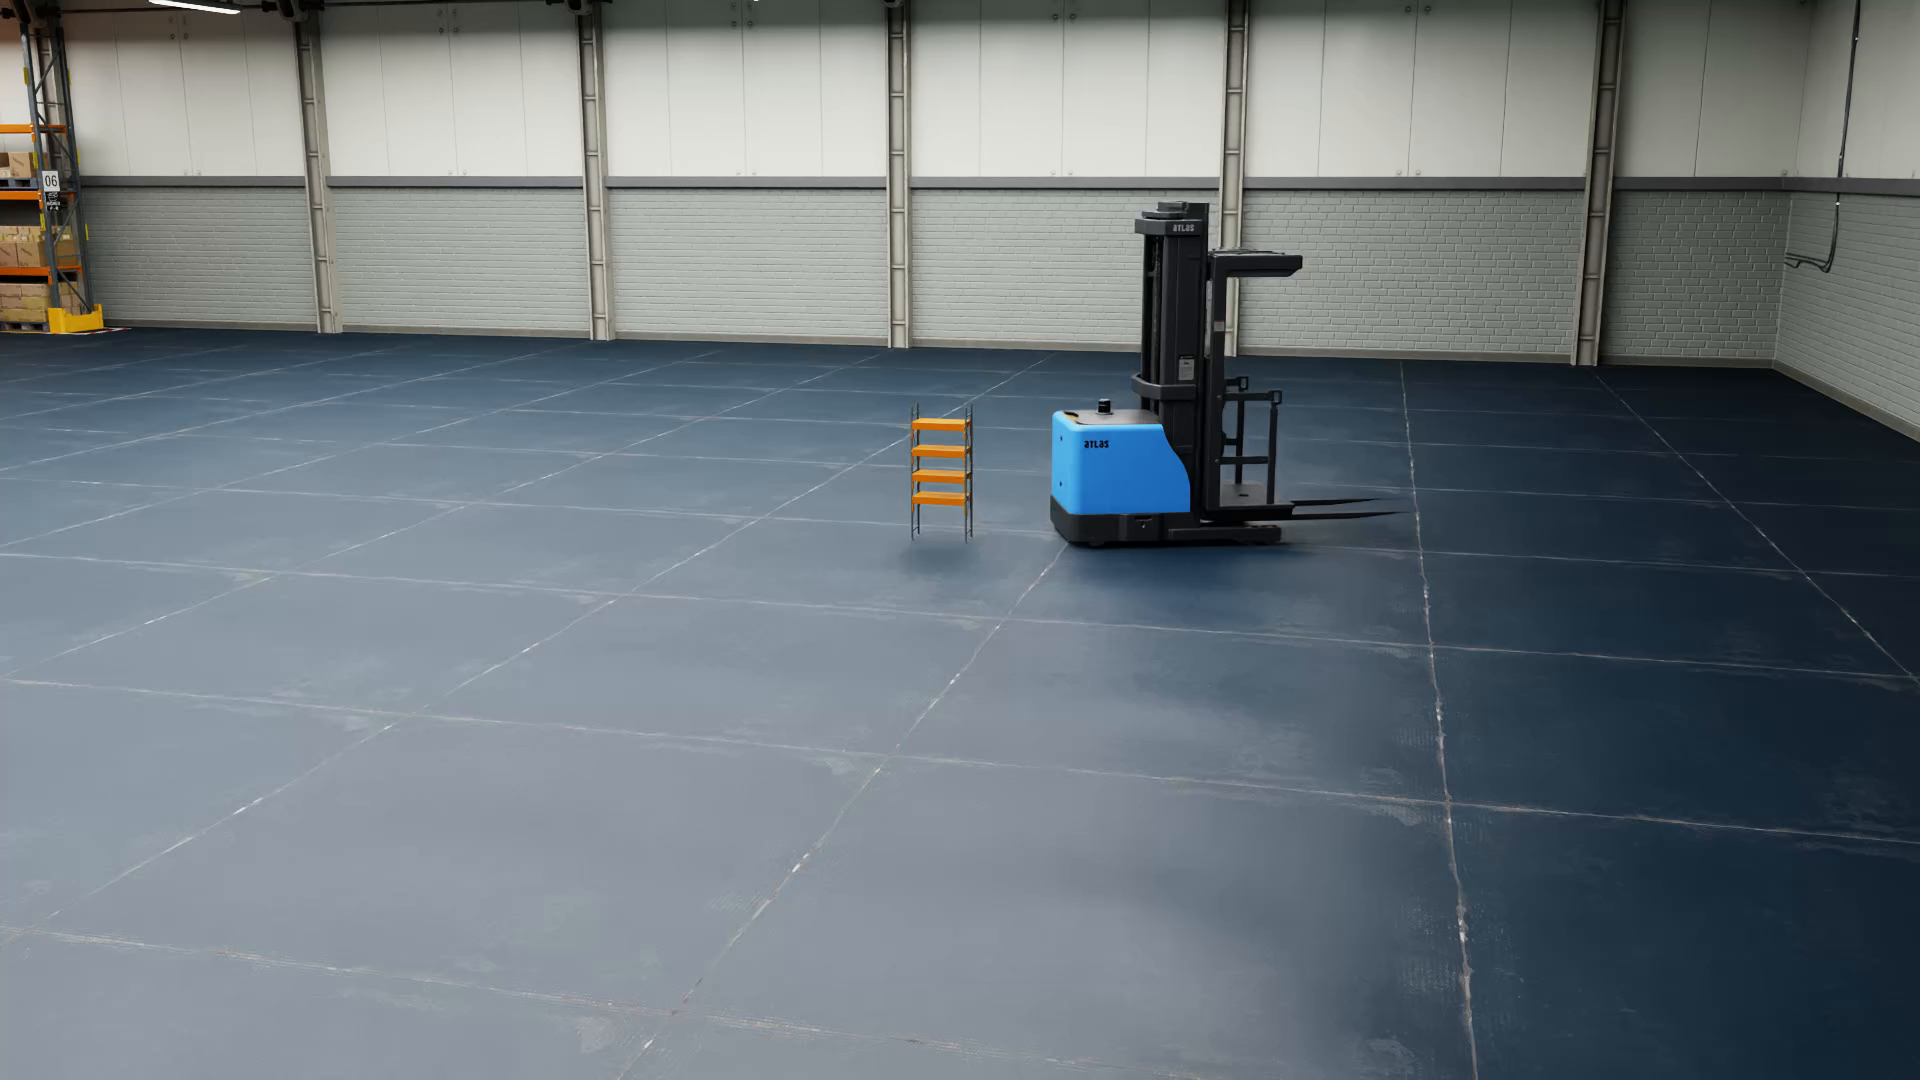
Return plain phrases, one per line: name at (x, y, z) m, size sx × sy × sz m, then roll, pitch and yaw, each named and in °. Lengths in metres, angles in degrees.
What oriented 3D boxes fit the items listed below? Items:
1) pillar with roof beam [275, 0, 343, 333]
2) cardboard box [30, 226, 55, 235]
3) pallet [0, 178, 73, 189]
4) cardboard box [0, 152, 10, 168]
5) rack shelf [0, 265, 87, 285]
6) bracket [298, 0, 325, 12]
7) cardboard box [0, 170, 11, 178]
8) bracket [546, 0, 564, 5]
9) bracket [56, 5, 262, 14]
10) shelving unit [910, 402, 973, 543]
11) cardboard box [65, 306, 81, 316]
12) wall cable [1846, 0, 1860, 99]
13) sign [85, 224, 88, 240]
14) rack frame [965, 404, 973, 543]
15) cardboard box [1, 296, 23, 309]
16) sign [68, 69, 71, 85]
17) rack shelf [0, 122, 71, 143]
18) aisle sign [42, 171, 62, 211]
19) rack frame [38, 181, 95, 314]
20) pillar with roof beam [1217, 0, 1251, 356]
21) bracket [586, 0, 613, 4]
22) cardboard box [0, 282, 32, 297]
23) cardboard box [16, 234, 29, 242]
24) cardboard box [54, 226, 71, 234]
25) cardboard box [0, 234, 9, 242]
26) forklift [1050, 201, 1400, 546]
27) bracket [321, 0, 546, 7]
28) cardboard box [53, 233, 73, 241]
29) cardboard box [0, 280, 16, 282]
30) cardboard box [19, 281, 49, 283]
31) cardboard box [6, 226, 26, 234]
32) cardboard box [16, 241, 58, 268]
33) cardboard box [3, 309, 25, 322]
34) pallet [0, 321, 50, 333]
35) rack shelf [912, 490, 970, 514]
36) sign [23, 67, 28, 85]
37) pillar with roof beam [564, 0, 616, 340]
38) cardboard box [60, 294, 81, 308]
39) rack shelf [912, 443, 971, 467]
pillar with roof beam at (-13.790, -7.700, 28.666) m, size 0.548 × 9.000 × 9.100 m, roll 3°, pitch 13°, yaw 14°
cardboard box at (-18.522, -6.248, 33.553) m, size 0.250 × 0.149 × 0.380 m, roll 3°, pitch 13°, yaw 14°
pallet at (-18.804, -7.226, 33.657) m, size 1.213 × 0.211 × 1.003 m, roll 3°, pitch 13°, yaw 14°
cardboard box at (-19.582, -7.576, 33.597) m, size 0.500 × 0.500 × 0.700 m, roll 3°, pitch 13°, yaw 14°
rack shelf at (-20.066, -5.515, 34.328) m, size 4.000 × 0.370 × 1.077 m, roll 3°, pitch 13°, yaw 14°
bracket at (-12.441, -10.267, 31.923) m, size 0.430 × 0.232 × 0.235 m, roll 3°, pitch 13°, yaw 14°
cardboard box at (-19.001, -7.337, 33.334) m, size 0.250 × 0.149 × 0.380 m, roll 3°, pitch 13°, yaw 12°
bracket at (-7.421, -9.999, 30.713) m, size 0.430 × 0.232 × 0.235 m, roll 3°, pitch 13°, yaw 14°
bracket at (-15.748, -10.444, 32.720) m, size 4.783 × 0.066 × 0.076 m, roll 3°, pitch 13°, yaw 14°
shelving unit at (-0.161, -0.594, 14.643) m, size 0.503 × 1.200 × 0.258 m, roll 3°, pitch 13°, yaw 14°
cardboard box at (-18.554, -4.692, 34.335) m, size 0.500 × 0.250 × 0.500 m, roll 3°, pitch 13°, yaw 14°
wall cable at (12.438, -7.310, 22.415) m, size 0.112 × 2.526 × 3.097 m, roll 3°, pitch 13°, yaw 14°
sign at (-17.985, -6.340, 34.205) m, size 0.005 × 0.325 × 0.100 m, roll 3°, pitch 13°, yaw 14°
rack frame at (0.076, -0.582, 14.585) m, size 0.015 × 1.200 × 0.240 m, roll 3°, pitch 13°, yaw 14°
cardboard box at (-19.156, -4.857, 33.926) m, size 0.500 × 0.250 × 0.500 m, roll 3°, pitch 13°, yaw 13°
sign at (-17.985, -9.341, 33.539) m, size 0.005 × 0.325 × 0.100 m, roll 3°, pitch 13°, yaw 14°
rack shelf at (-20.066, -8.249, 33.722) m, size 4.000 × 0.370 × 1.077 m, roll 3°, pitch 13°, yaw 14°
aisle sign at (-18.130, -6.967, 33.207) m, size 0.004 × 0.787 × 0.394 m, roll 3°, pitch 13°, yaw 14°
rack frame at (-18.124, -5.763, 33.782) m, size 0.127 × 3.000 × 1.000 m, roll 3°, pitch 13°, yaw 14°
pillar with roof beam at (3.686, -6.766, 24.455) m, size 0.548 × 9.000 × 9.100 m, roll 3°, pitch 13°, yaw 14°
bracket at (-6.615, -9.955, 30.519) m, size 0.430 × 0.232 × 0.235 m, roll 3°, pitch 13°, yaw 14°
cardboard box at (-19.143, -5.097, 33.852) m, size 0.500 × 0.250 × 0.500 m, roll 3°, pitch 13°, yaw 15°
cardboard box at (-18.783, -6.094, 33.548) m, size 0.250 × 0.149 × 0.380 m, roll 3°, pitch 13°, yaw 14°
cardboard box at (-18.399, -6.336, 33.950) m, size 0.250 × 0.149 × 0.380 m, roll 3°, pitch 13°, yaw 12°
cardboard box at (-19.258, -6.136, 33.736) m, size 0.250 × 0.149 × 0.380 m, roll 3°, pitch 13°, yaw 13°
forklift at (2.380, -1.493, 14.697) m, size 3.031 × 2.935 × 1.130 m, roll -2°, pitch 13°, yaw -7°
bracket at (-9.923, -10.132, 31.316) m, size 4.783 × 0.066 × 0.076 m, roll 3°, pitch 13°, yaw 14°
cardboard box at (-18.391, -6.200, 34.026) m, size 0.250 × 0.149 × 0.380 m, roll 3°, pitch 13°, yaw 12°
cardboard box at (-20.010, -5.260, 34.585) m, size 0.500 × 0.250 × 0.500 m, roll 3°, pitch 13°, yaw 12°
cardboard box at (-19.031, -5.203, 34.332) m, size 0.500 × 0.250 × 0.500 m, roll 3°, pitch 13°, yaw 14°
cardboard box at (-19.029, -6.262, 33.617) m, size 0.250 × 0.149 × 0.380 m, roll 3°, pitch 13°, yaw 15°
cardboard box at (-18.664, -5.782, 33.638) m, size 0.500 × 0.500 × 0.500 m, roll 3°, pitch 13°, yaw 12°
cardboard box at (-19.136, -4.611, 33.970) m, size 0.500 × 0.250 × 0.500 m, roll 3°, pitch 13°, yaw 14°
pallet at (-18.876, -4.432, 34.223) m, size 1.213 × 0.211 × 1.003 m, roll 3°, pitch 13°, yaw 14°
rack shelf at (-0.161, -0.335, 14.700) m, size 0.480 × 0.148 × 0.258 m, roll 3°, pitch 13°, yaw 14°
sign at (-18.268, -9.073, 32.512) m, size 0.005 × 0.325 × 0.100 m, roll 3°, pitch 13°, yaw 14°
pillar with roof beam at (-7.965, -7.389, 27.262) m, size 0.548 × 9.000 × 9.100 m, roll 3°, pitch 13°, yaw 14°
cardboard box at (-18.530, -4.937, 34.287) m, size 0.500 × 0.250 × 0.500 m, roll 3°, pitch 13°, yaw 15°
rack shelf at (-0.161, -0.747, 14.609) m, size 0.480 × 0.148 × 0.258 m, roll 3°, pitch 13°, yaw 14°
